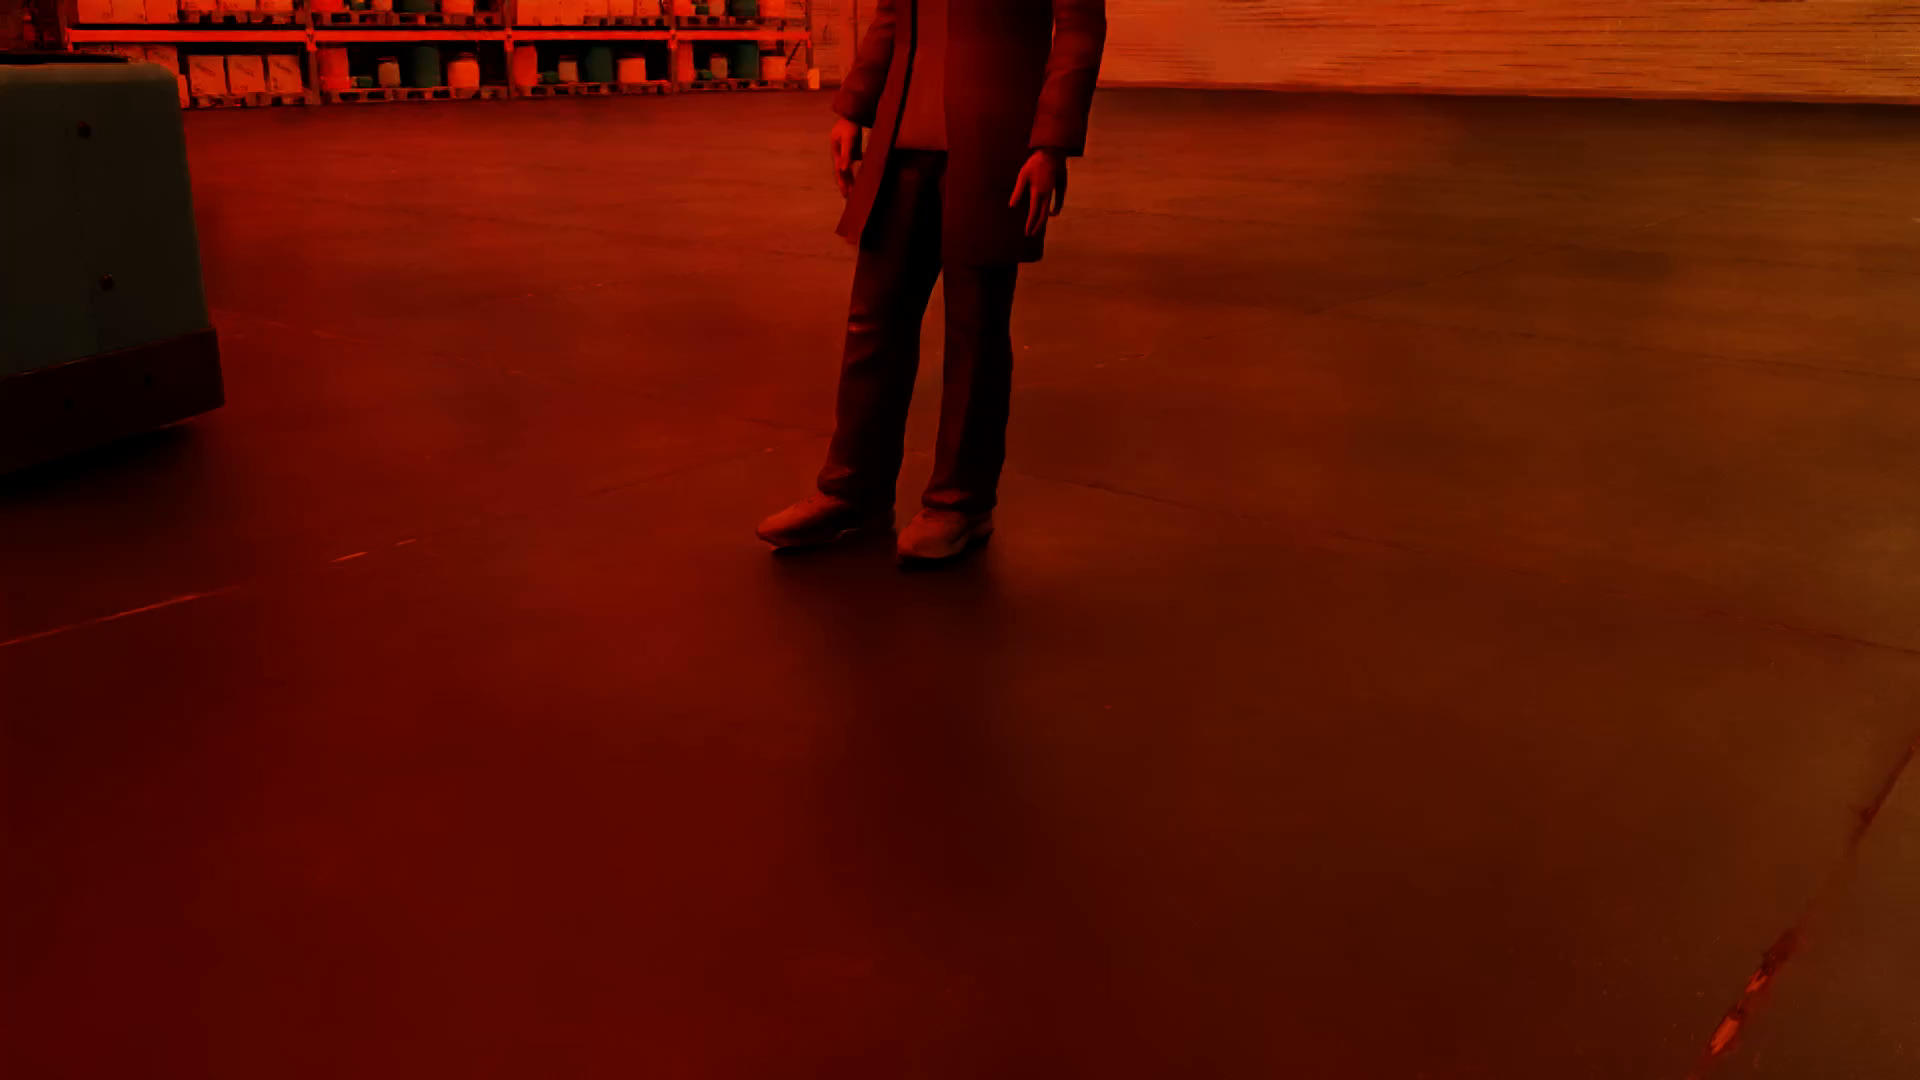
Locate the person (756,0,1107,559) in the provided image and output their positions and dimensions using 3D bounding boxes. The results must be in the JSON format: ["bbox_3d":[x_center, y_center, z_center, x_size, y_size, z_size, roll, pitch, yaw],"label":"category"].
[{"bbox_3d":[-0.062,-0.838,3.617,0.694,1.776,0.580,13,21,37],"label":"person"}]

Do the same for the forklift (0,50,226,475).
[{"bbox_3d":[-3.801,-1.725,4.579,3.031,2.935,1.130,4,17,14],"label":"forklift"}]
